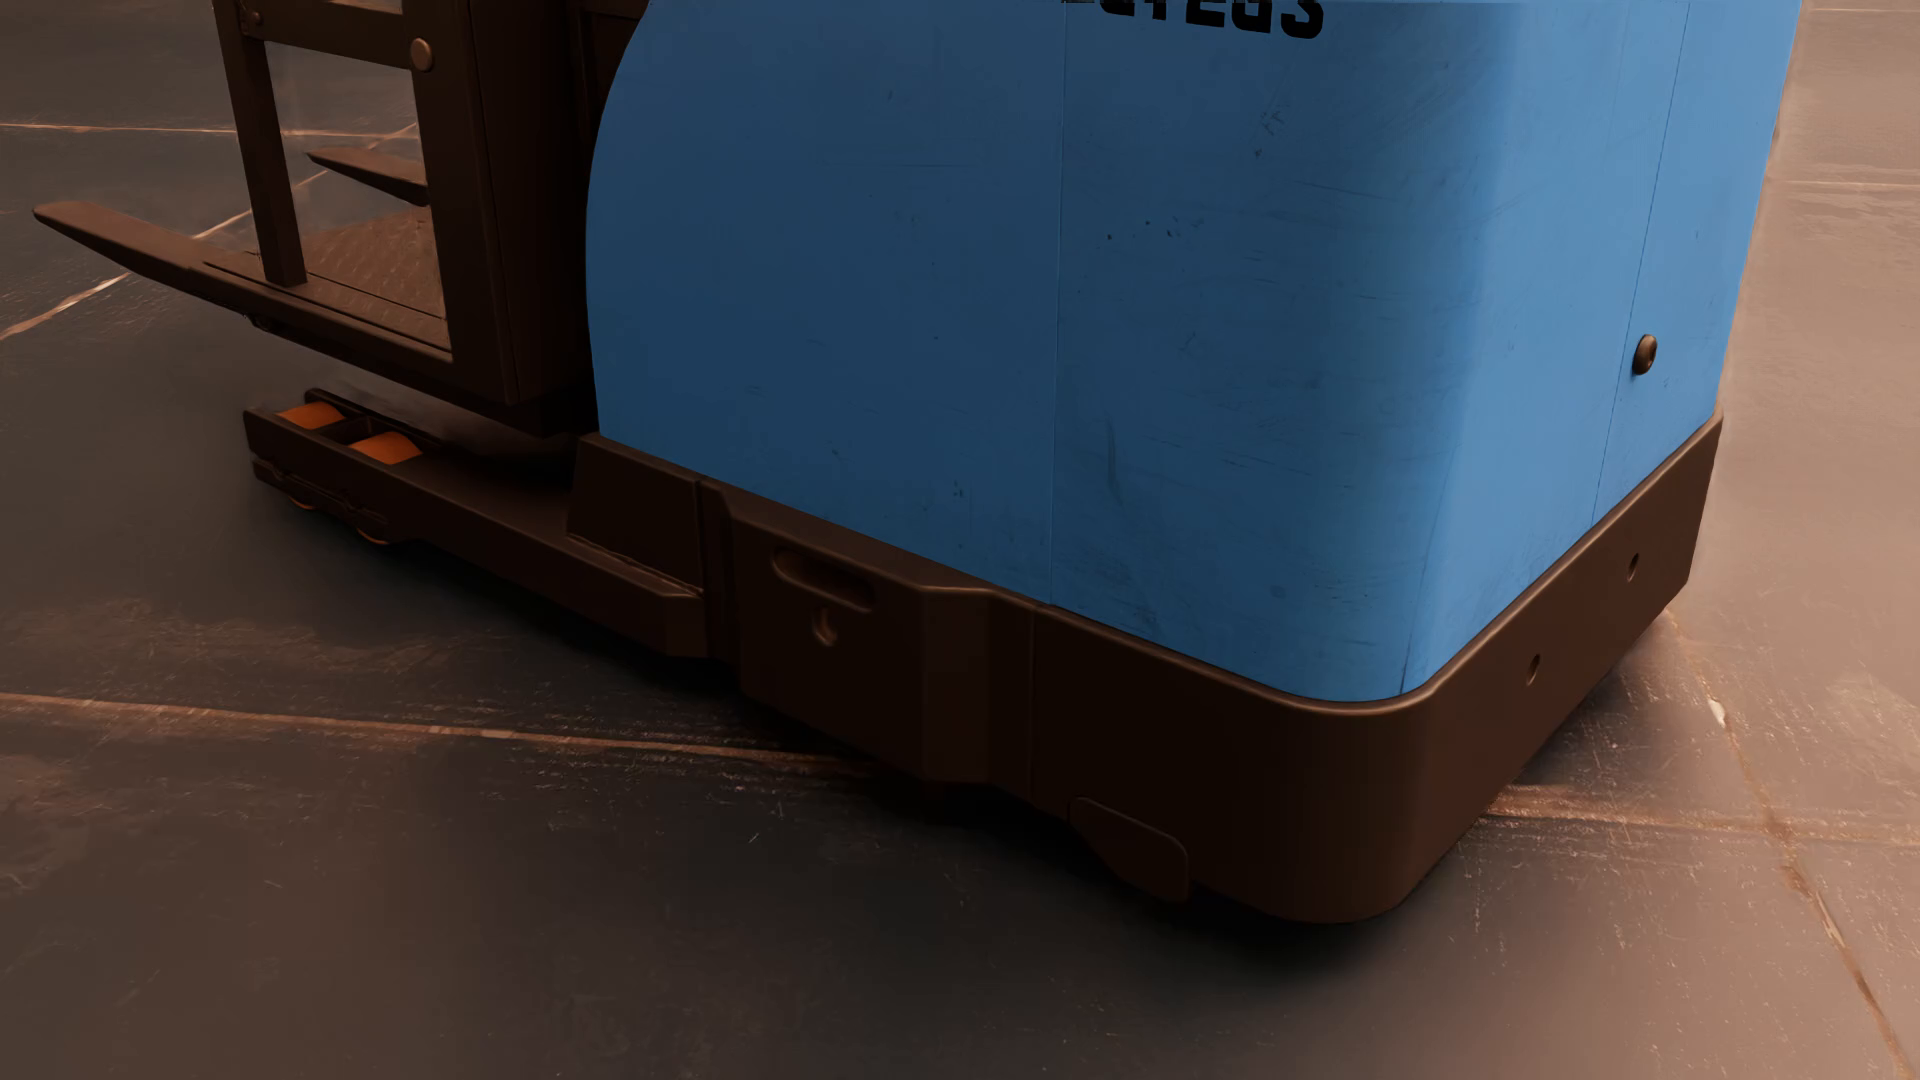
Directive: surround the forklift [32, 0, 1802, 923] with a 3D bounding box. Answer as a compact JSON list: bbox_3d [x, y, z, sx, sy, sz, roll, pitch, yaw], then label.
[{"bbox_3d":[-0.476,-1.466,2.156,3.031,2.935,1.130,20,33,34],"label":"forklift"}]
